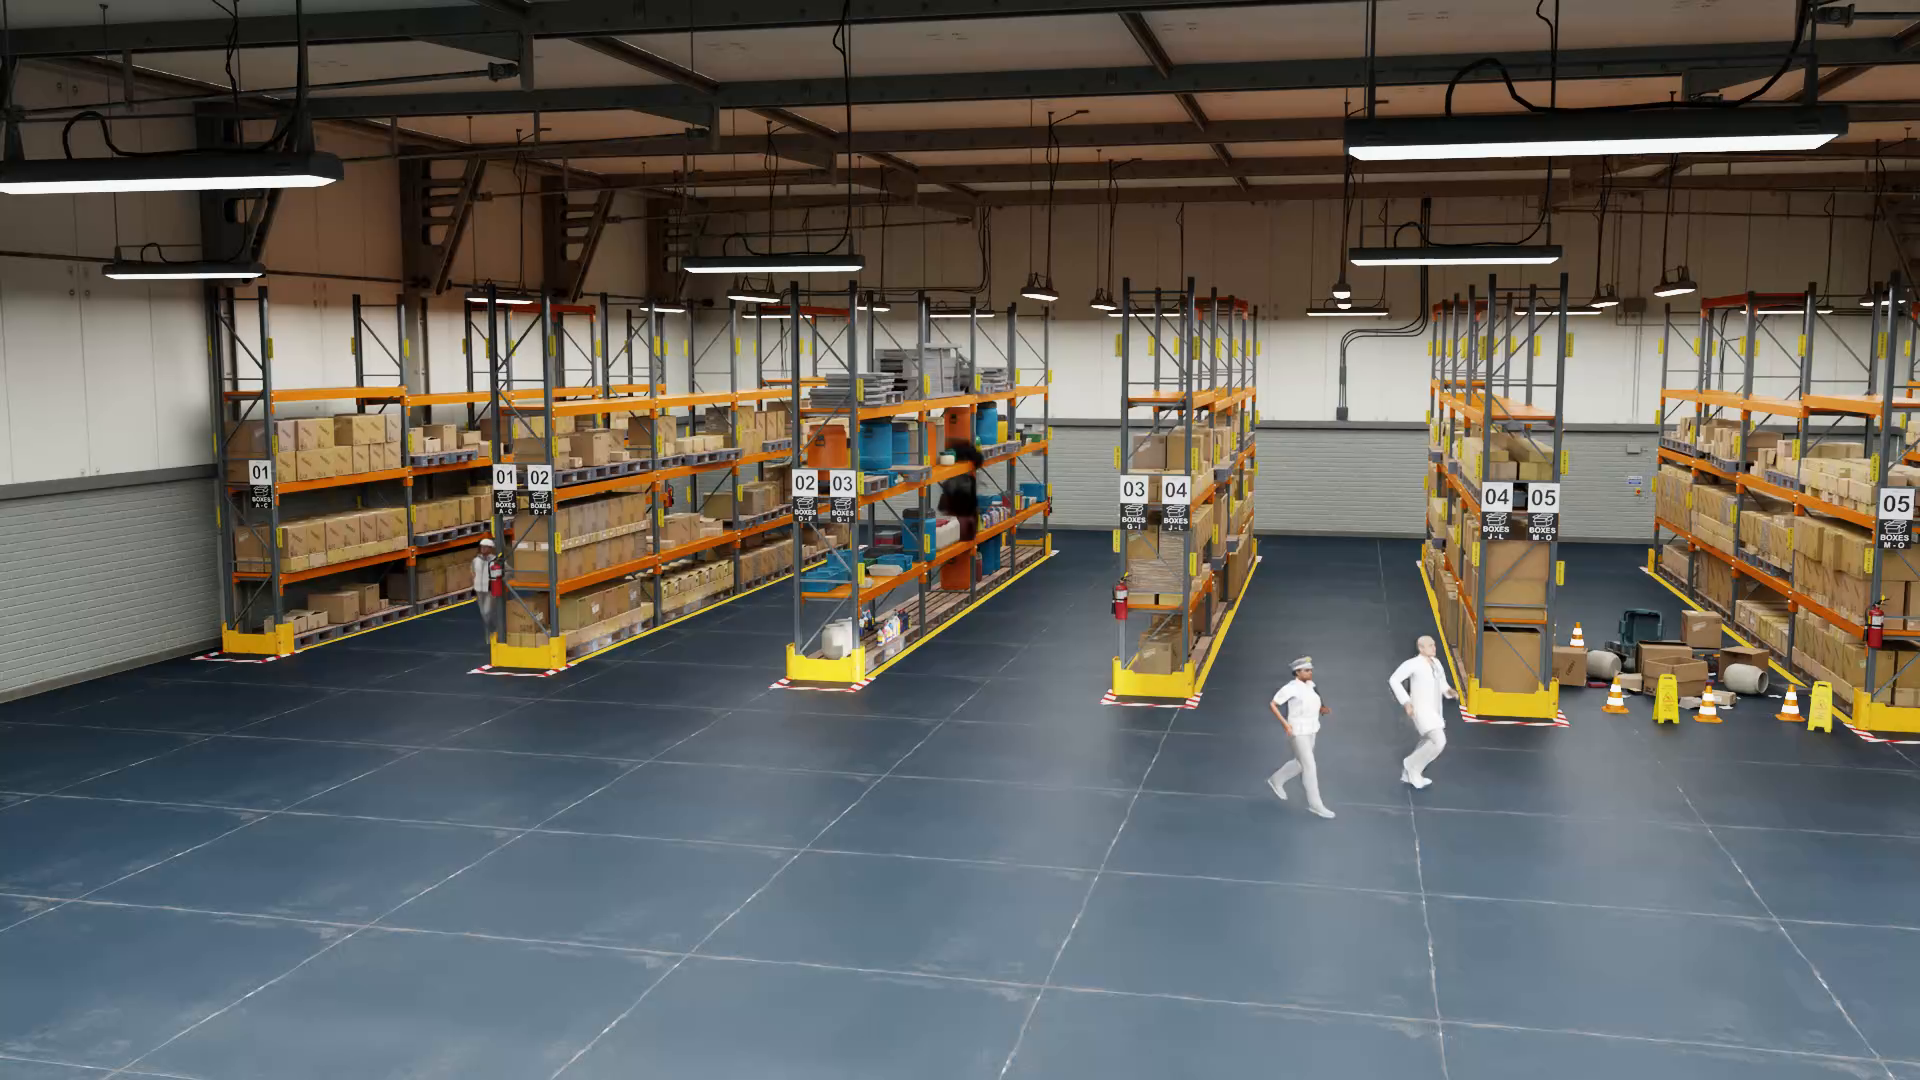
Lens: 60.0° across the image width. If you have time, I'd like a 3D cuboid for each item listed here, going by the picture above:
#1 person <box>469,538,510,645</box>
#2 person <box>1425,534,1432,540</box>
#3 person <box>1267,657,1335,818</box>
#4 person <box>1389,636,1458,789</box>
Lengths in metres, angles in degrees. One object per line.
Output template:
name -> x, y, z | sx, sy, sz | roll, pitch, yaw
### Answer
person -> -8.053, 0.881, 28.306 | 0.637, 1.814, 0.711 | 2, 7, 13
person -> 11.336, -0.280, 39.318 | 0.542, 1.636, 0.634 | -1, 7, -6
person -> 3.687, 2.083, 17.976 | 0.576, 1.686, 0.939 | -6, 9, -44
person -> 5.324, 2.062, 18.892 | 0.693, 1.535, 0.695 | -6, 9, -41
